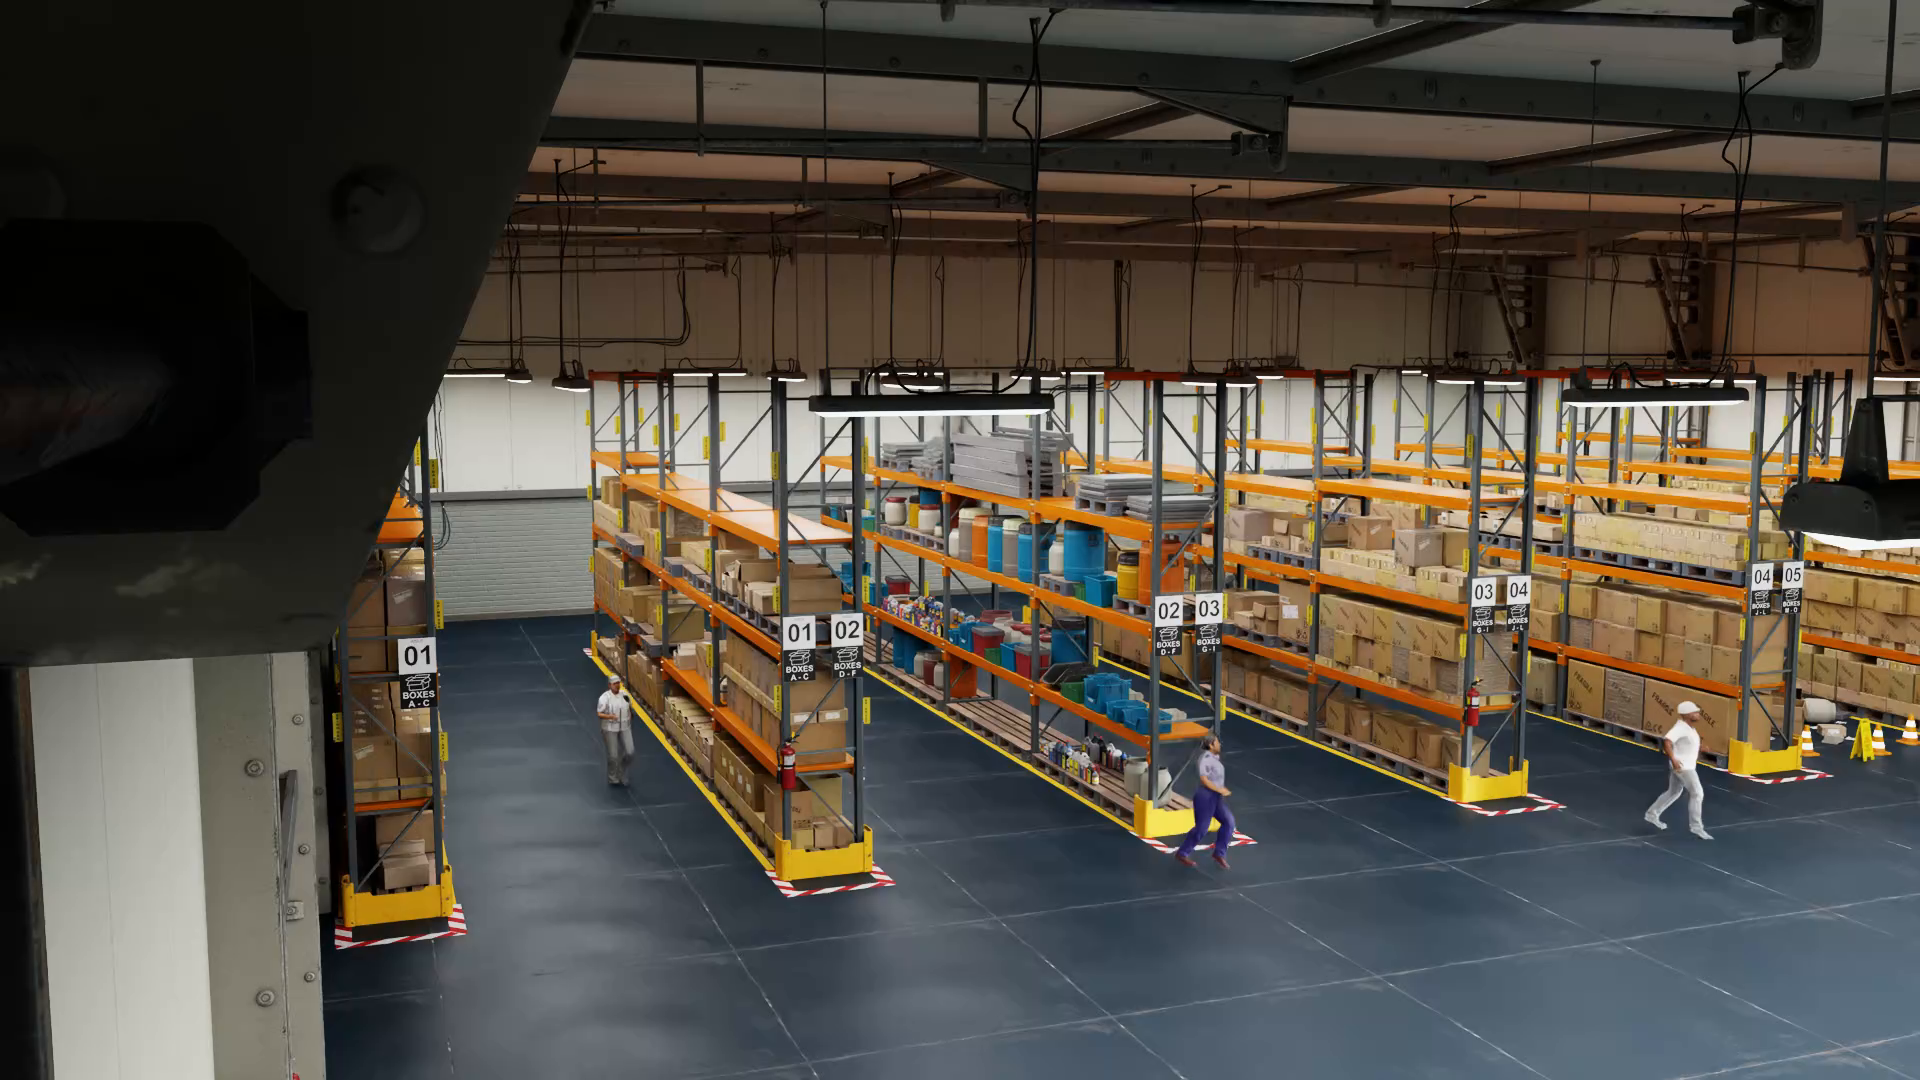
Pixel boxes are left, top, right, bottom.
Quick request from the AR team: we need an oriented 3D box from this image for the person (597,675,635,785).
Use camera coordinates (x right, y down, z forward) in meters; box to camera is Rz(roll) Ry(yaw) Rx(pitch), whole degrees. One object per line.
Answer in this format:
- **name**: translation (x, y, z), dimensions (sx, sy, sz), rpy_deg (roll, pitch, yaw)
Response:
- **person**: translation (-5.005, 2.801, 24.375), dimensions (0.588, 1.656, 0.603), rpy_deg (-4, 7, -30)

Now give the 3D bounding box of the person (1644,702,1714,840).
- **person**: translation (9.503, 3.011, 21.915), dimensions (0.848, 1.808, 0.685), rpy_deg (2, 7, 16)

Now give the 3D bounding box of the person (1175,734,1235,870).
- **person**: translation (3.067, 3.239, 20.634), dimensions (0.689, 1.669, 0.661), rpy_deg (3, 7, 22)

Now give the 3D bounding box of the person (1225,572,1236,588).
- **person**: translation (6.751, 0.871, 41.657), dimensions (0.623, 1.694, 0.670), rpy_deg (2, 7, 20)
